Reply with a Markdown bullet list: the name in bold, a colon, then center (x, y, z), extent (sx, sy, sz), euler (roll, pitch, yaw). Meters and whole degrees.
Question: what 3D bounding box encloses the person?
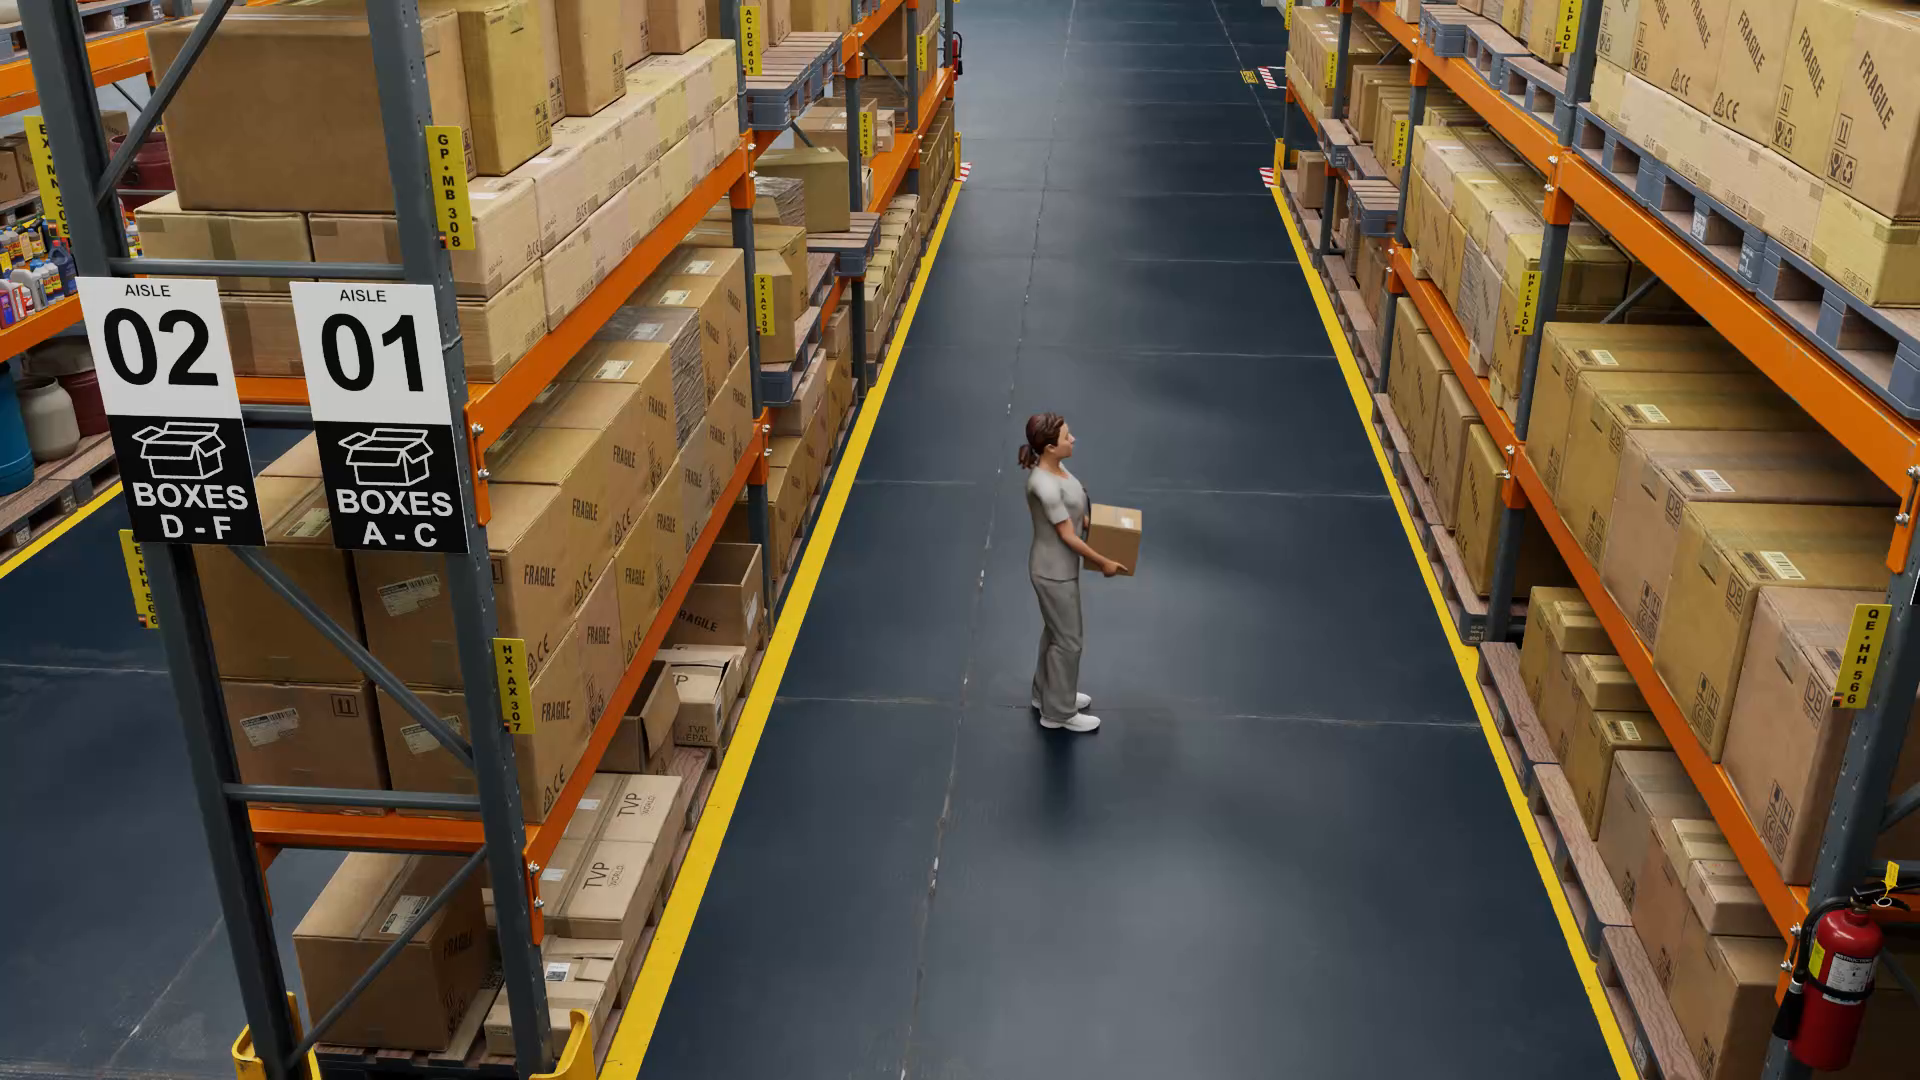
- **person**: center (0.551, 0.158, 8.278), extent (0.560, 1.663, 0.436), euler (2, 25, 5)
